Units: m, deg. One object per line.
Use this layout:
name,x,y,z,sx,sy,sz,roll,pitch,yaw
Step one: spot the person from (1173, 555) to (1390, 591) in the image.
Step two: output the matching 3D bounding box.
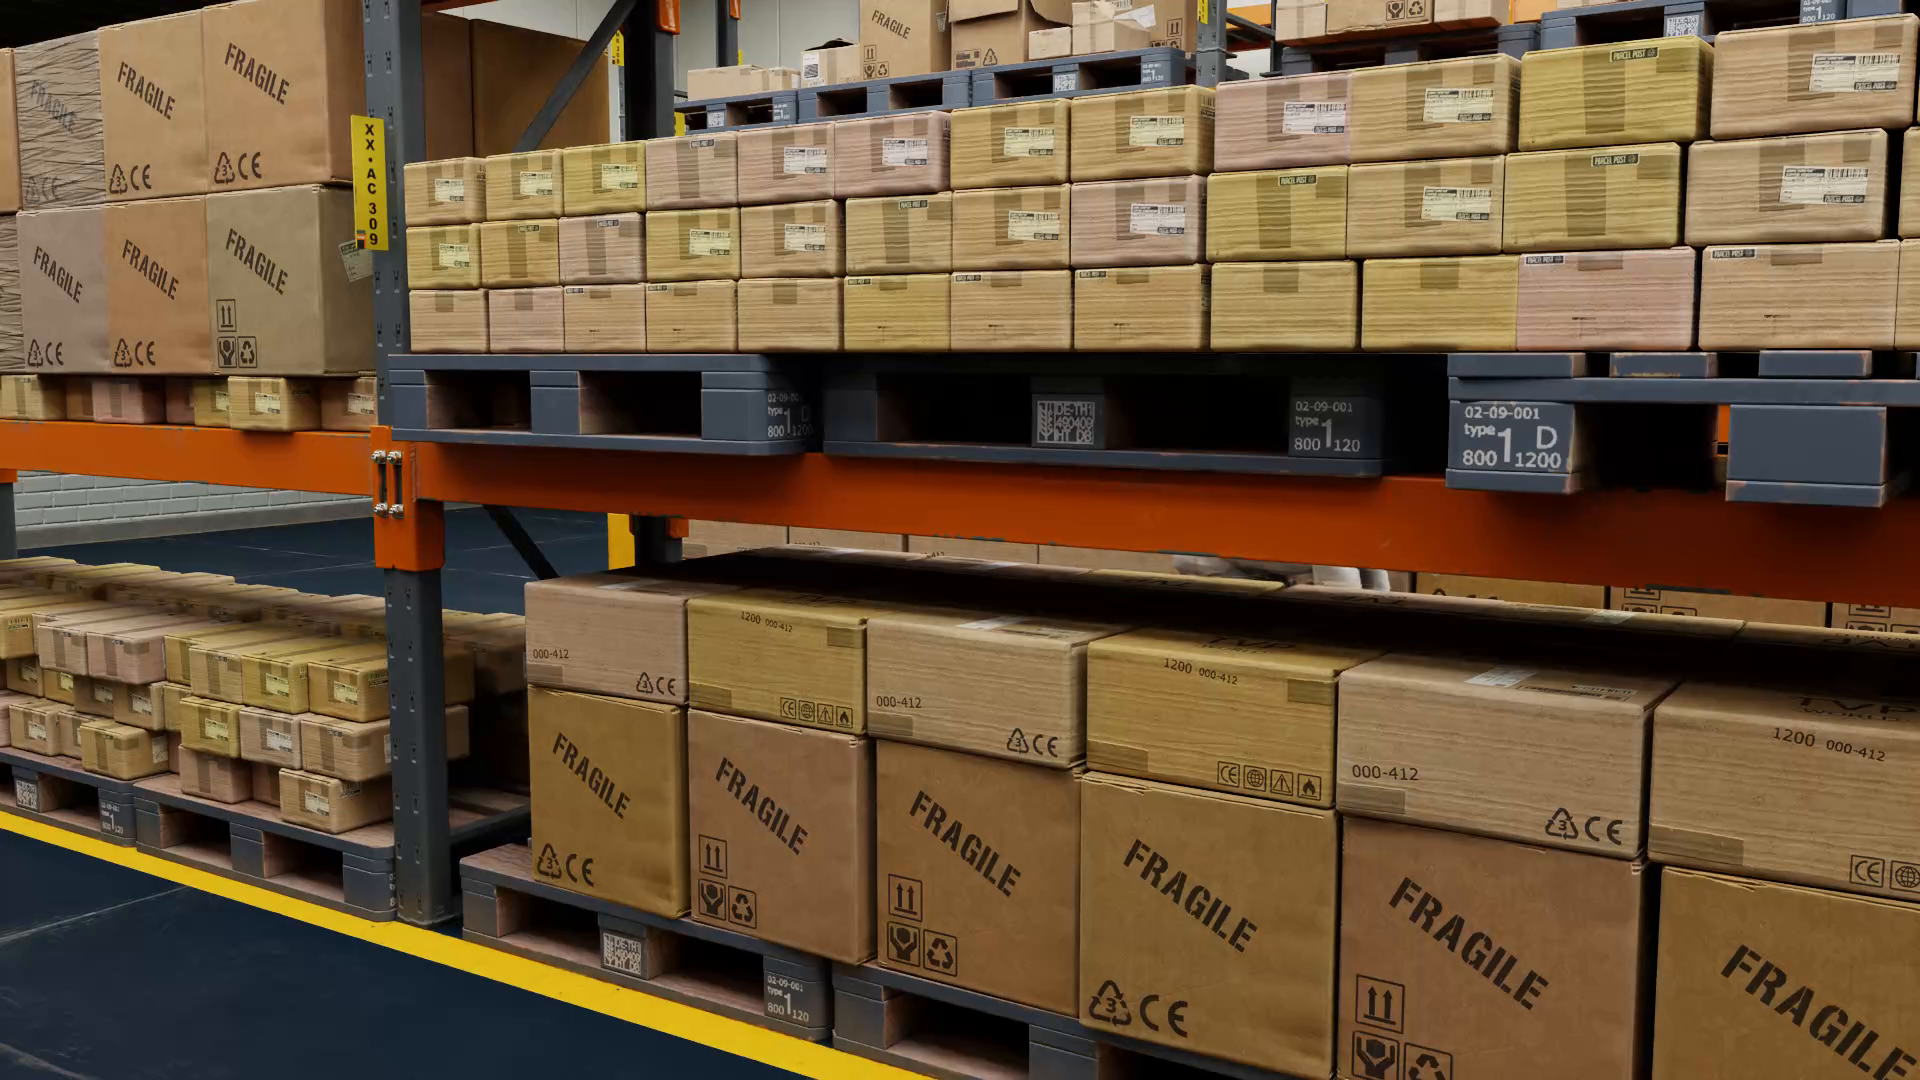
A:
person,1.227,0.313,5.763,0.954,1.123,0.505,4,7,31
